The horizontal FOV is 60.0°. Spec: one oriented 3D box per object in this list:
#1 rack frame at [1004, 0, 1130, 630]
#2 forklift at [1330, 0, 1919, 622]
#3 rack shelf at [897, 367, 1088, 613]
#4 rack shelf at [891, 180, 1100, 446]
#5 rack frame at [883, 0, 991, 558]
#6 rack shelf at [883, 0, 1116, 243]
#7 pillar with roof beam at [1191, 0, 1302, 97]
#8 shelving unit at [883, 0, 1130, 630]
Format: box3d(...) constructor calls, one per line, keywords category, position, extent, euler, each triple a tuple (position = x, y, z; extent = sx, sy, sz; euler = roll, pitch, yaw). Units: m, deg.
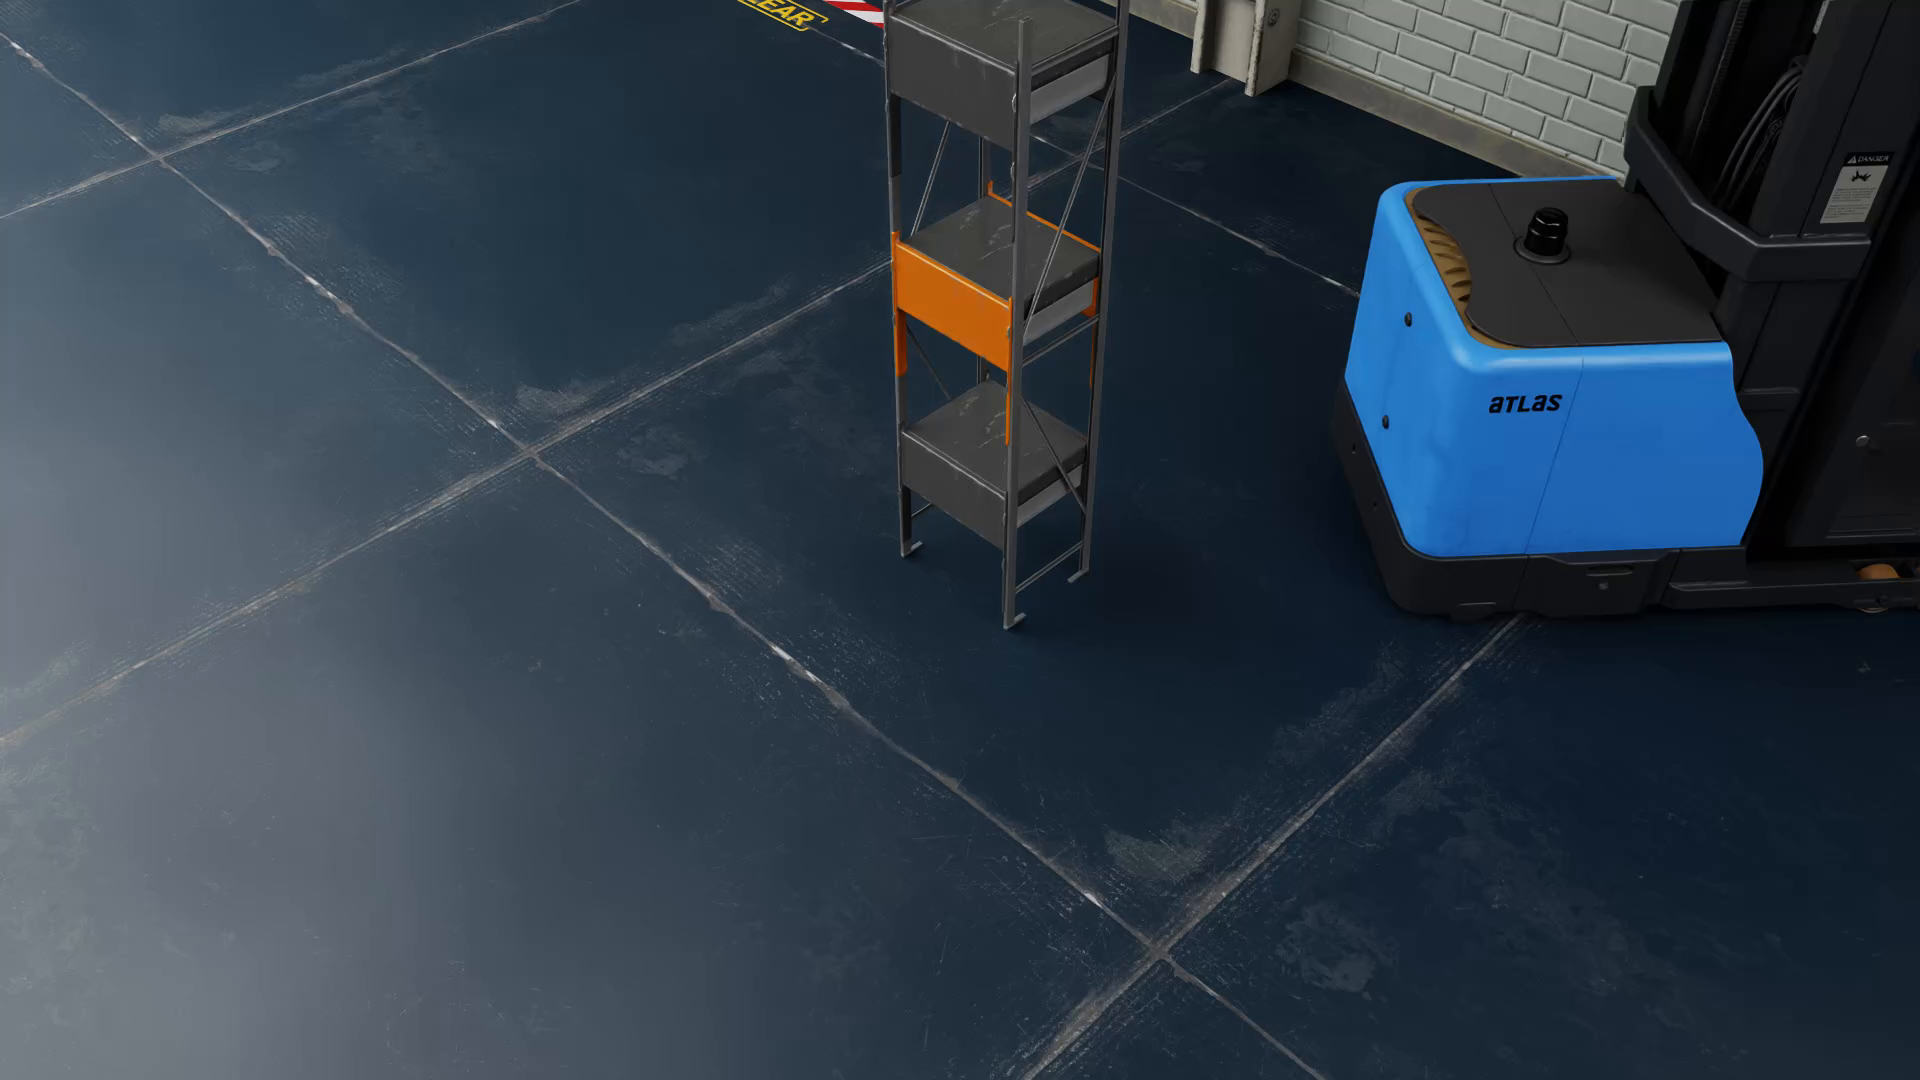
box3d(category="rack frame", position=(0.289, -0.574, 4.824), extent=(0.400, 2.100, 0.015), euler=(-34, 53, -31))
box3d(category="forklift", position=(2.892, -1.196, 4.884), extent=(3.031, 2.935, 1.130), euler=(-2, 43, -3))
box3d(category="rack shelf", position=(0.117, -0.167, 5.436), extent=(0.431, 0.518, 0.480), euler=(-34, 53, -31))
box3d(category="rack shelf", position=(0.117, -0.682, 4.961), extent=(0.431, 0.518, 0.480), euler=(-34, 53, -31))
box3d(category="rack frame", position=(-0.055, -0.809, 5.078), extent=(0.400, 2.100, 0.015), euler=(-34, 53, -31))
box3d(category="rack shelf", position=(0.117, -1.196, 4.486), extent=(0.431, 0.518, 0.480), euler=(-34, 53, -31))
box3d(category="pillar with roof beam", position=(-1.655, -3.562, 2.974), extent=(9.100, 9.000, 0.400), euler=(-34, 53, -31))
box3d(category="shelving unit", position=(0.117, -0.692, 4.951), extent=(0.431, 2.100, 0.503), euler=(-34, 53, -31))
